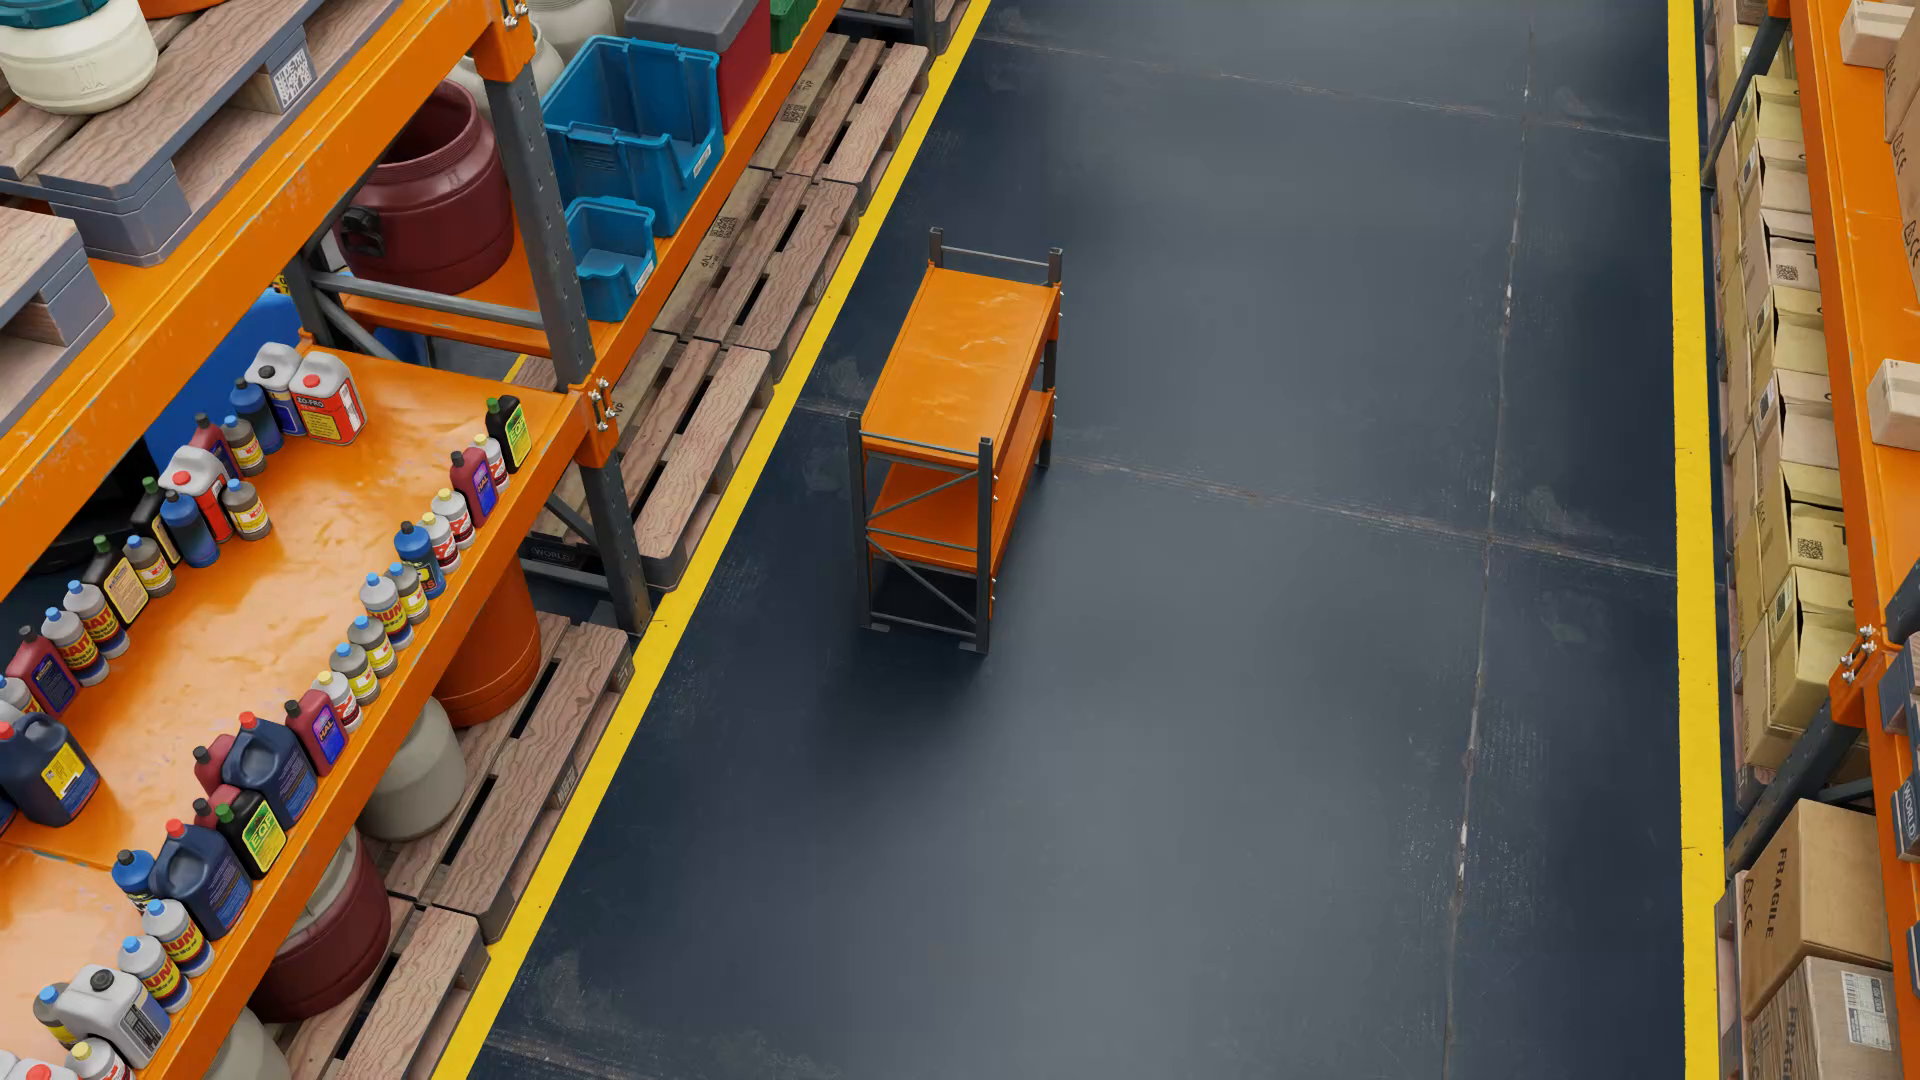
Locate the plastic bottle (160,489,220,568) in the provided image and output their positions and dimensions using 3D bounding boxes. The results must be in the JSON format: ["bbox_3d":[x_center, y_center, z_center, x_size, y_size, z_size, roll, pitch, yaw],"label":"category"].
[{"bbox_3d":[-2.227,-0.043,4.792,0.097,0.271,0.097,0,49,0],"label":"plastic bottle"}]

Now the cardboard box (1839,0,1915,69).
[{"bbox_3d":[3.719,-1.989,6.591,0.380,0.149,0.250,12,50,10],"label":"cardboard box"}]

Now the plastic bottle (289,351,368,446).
[{"bbox_3d":[-1.960,-0.439,5.139,0.152,0.276,0.135,12,50,10],"label":"plastic bottle"}]

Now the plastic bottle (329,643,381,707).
[{"bbox_3d":[-1.639,0.352,4.490,0.097,0.201,0.097,0,49,0],"label":"plastic bottle"}]

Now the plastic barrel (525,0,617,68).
[{"bbox_3d":[-1.506,-1.887,6.259,0.421,0.512,0.421,0,49,0],"label":"plastic barrel"}]

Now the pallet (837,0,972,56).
[{"bbox_3d":[-0.412,-3.208,9.359,1.003,0.211,1.213,12,50,10],"label":"pallet"}]

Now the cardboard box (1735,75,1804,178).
[{"bbox_3d":[3.800,-1.837,7.470,0.500,0.311,0.500,12,50,10],"label":"cardboard box"}]

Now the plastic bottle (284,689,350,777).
[{"bbox_3d":[-1.677,0.483,4.320,0.061,0.283,0.133,12,50,10],"label":"plastic bottle"}]

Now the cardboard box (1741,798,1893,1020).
[{"bbox_3d":[2.701,1.175,5.005,0.500,0.500,0.500,13,50,12],"label":"cardboard box"}]

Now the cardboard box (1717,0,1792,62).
[{"bbox_3d":[4.201,-2.640,8.552,0.500,0.250,0.500,12,50,10],"label":"cardboard box"}]

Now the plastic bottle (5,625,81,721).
[{"bbox_3d":[-2.455,0.355,4.433,0.061,0.283,0.133,12,50,10],"label":"plastic bottle"}]

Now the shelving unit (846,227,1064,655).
[{"bbox_3d":[-0.002,-0.367,6.243,0.538,1.125,1.048,12,50,10],"label":"shelving unit"}]

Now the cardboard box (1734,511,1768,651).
[{"bbox_3d":[3.132,0.189,6.055,0.500,0.250,0.500,11,49,10],"label":"cardboard box"}]

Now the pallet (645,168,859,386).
[{"bbox_3d":[-1.117,-1.269,7.648,1.003,0.211,1.213,12,50,10],"label":"pallet"}]

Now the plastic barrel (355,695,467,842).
[{"bbox_3d":[-1.856,0.708,5.423,0.421,0.512,0.421,0,49,0],"label":"plastic barrel"}]

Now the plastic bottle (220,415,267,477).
[{"bbox_3d":[-2.190,-0.296,5.062,0.097,0.201,0.097,0,49,0],"label":"plastic bottle"}]

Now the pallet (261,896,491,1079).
[{"bbox_3d":[-2.172,1.621,5.097,1.003,0.211,1.213,12,50,10],"label":"pallet"}]

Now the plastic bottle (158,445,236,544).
[{"bbox_3d":[-2.229,-0.135,4.870,0.152,0.276,0.135,12,50,10],"label":"plastic bottle"}]

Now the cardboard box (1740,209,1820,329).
[{"bbox_3d":[3.528,-1.102,6.820,0.500,0.311,0.500,10,49,9],"label":"cardboard box"}]

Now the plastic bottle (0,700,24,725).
[{"bbox_3d":[-2.472,0.534,4.280,0.152,0.276,0.135,12,50,10],"label":"plastic bottle"}]

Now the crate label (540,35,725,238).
[{"bbox_3d":[-1.159,-1.436,5.912,0.502,0.435,0.616,12,50,10],"label":"crate label"}]

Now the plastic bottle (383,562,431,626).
[{"bbox_3d":[-1.562,0.141,4.676,0.097,0.201,0.097,0,49,0],"label":"plastic bottle"}]

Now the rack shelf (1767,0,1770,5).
[{"bbox_3d":[4.676,-3.881,8.573,1.077,0.370,4.000,12,50,10],"label":"rack shelf"}]

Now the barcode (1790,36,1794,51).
[{"bbox_3d":[3.680,-2.206,7.349,0.001,0.075,0.075,12,50,10],"label":"barcode"}]

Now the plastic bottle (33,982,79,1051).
[{"bbox_3d":[-2.065,1.091,3.838,0.097,0.201,0.097,0,49,0],"label":"plastic bottle"}]

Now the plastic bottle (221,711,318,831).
[{"bbox_3d":[-1.759,0.567,4.200,0.144,0.351,0.185,12,50,10],"label":"plastic bottle"}]

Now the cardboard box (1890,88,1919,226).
[{"bbox_3d":[3.661,-1.410,5.846,0.500,0.500,0.500,12,50,10],"label":"cardboard box"}]

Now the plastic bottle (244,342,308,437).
[{"bbox_3d":[-2.107,-0.469,5.165,0.152,0.276,0.135,12,50,10],"label":"plastic bottle"}]

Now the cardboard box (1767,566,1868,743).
[{"bbox_3d":[2.997,0.379,5.514,0.500,0.311,0.500,13,50,11],"label":"cardboard box"}]

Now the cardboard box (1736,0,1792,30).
[{"bbox_3d":[4.203,-2.888,8.271,0.500,0.500,0.500,12,50,10],"label":"cardboard box"}]

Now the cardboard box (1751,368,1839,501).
[{"bbox_3d":[3.263,-0.363,6.169,0.500,0.311,0.500,11,50,10],"label":"cardboard box"}]

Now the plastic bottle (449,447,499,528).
[{"bbox_3d":[-1.437,-0.177,4.902,0.061,0.283,0.133,12,50,10],"label":"plastic bottle"}]

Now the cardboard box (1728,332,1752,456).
[{"bbox_3d":[3.400,-0.546,6.704,0.500,0.250,0.500,12,50,11],"label":"cardboard box"}]

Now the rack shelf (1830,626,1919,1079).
[{"bbox_3d":[2.570,1.905,3.466,1.077,0.370,4.000,12,50,10],"label":"rack shelf"}]

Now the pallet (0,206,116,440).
[{"bbox_3d":[-2.326,-0.204,2.973,1.003,0.211,1.213,12,50,10],"label":"pallet"}]

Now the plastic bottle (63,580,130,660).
[{"bbox_3d":[-2.382,0.209,4.570,0.097,0.271,0.097,0,49,0],"label":"plastic bottle"}]

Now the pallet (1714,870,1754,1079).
[{"bbox_3d":[2.863,1.676,5.049,1.003,0.211,1.213,12,50,10],"label":"pallet"}]

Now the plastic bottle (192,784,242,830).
[{"bbox_3d":[-1.820,0.701,4.128,0.061,0.283,0.133,12,50,10],"label":"plastic bottle"}]

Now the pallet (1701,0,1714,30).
[{"bbox_3d":[4.718,-3.202,9.354,1.003,0.211,1.213,12,50,10],"label":"pallet"}]

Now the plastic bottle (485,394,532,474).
[{"bbox_3d":[-1.376,-0.344,5.050,0.061,0.283,0.133,12,50,10],"label":"plastic bottle"}]

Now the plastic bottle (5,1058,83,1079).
[{"bbox_3d":[-2.001,1.245,3.652,0.152,0.276,0.135,12,50,10],"label":"plastic bottle"}]

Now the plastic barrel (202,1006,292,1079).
[{"bbox_3d":[-2.153,1.525,4.702,0.421,0.512,0.421,0,49,0],"label":"plastic barrel"}]

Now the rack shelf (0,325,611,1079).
[{"bbox_3d":[-2.208,0.925,4.331,1.077,0.370,4.000,12,50,10],"label":"rack shelf"}]

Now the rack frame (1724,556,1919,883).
[{"bbox_3d":[3.096,0.221,4.473,1.000,3.000,0.127,12,50,10],"label":"rack frame"}]

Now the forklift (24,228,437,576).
[{"bbox_3d":[-3.680,-1.238,5.806,3.031,2.935,1.130,-15,50,-13],"label":"forklift"}]

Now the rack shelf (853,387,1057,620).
[{"bbox_3d":[-0.002,-0.206,6.426,0.538,0.278,1.000,12,50,10],"label":"rack shelf"}]

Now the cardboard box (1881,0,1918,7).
[{"bbox_3d":[4.062,-2.258,6.761,0.500,0.250,0.500,14,50,12],"label":"cardboard box"}]

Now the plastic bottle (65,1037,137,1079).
[{"bbox_3d":[-1.944,1.192,3.749,0.097,0.201,0.097,0,49,0],"label":"plastic bottle"}]

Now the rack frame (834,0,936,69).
[{"bbox_3d":[-0.629,-3.653,7.892,1.000,3.000,0.127,12,50,10],"label":"rack frame"}]

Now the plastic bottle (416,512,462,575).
[{"bbox_3d":[-1.511,0.000,4.801,0.097,0.201,0.097,0,49,0],"label":"plastic bottle"}]

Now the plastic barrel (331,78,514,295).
[{"bbox_3d":[-1.851,-1.200,5.637,0.600,0.536,0.708,12,50,10],"label":"plastic barrel"}]

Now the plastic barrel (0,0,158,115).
[{"bbox_3d":[-1.822,-1.041,3.398,0.301,0.262,0.301,0,49,0],"label":"plastic barrel"}]

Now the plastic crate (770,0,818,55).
[{"bbox_3d":[-0.815,-2.267,6.811,0.450,0.188,0.662,12,50,10],"label":"plastic crate"}]

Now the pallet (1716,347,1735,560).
[{"bbox_3d":[3.674,-0.324,6.814,1.003,0.211,1.213,12,50,10],"label":"pallet"}]

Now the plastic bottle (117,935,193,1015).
[{"bbox_3d":[-1.883,1.001,3.871,0.097,0.271,0.097,0,49,0],"label":"plastic bottle"}]

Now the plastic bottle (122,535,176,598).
[{"bbox_3d":[-2.321,0.065,4.743,0.097,0.201,0.097,0,49,0],"label":"plastic bottle"}]

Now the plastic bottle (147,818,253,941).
[{"bbox_3d":[-1.843,0.797,3.997,0.144,0.351,0.185,12,50,10],"label":"plastic bottle"}]

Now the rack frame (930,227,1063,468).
[{"bbox_3d":[0.132,-0.735,6.567,0.500,1.125,0.032,12,50,10],"label":"rack frame"}]

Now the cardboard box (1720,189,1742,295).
[{"bbox_3d":[3.668,-1.289,7.360,0.500,0.250,0.500,13,50,11],"label":"cardboard box"}]

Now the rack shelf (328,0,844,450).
[{"bbox_3d":[-1.155,-1.968,6.885,1.077,0.370,4.000,12,50,10],"label":"rack shelf"}]
